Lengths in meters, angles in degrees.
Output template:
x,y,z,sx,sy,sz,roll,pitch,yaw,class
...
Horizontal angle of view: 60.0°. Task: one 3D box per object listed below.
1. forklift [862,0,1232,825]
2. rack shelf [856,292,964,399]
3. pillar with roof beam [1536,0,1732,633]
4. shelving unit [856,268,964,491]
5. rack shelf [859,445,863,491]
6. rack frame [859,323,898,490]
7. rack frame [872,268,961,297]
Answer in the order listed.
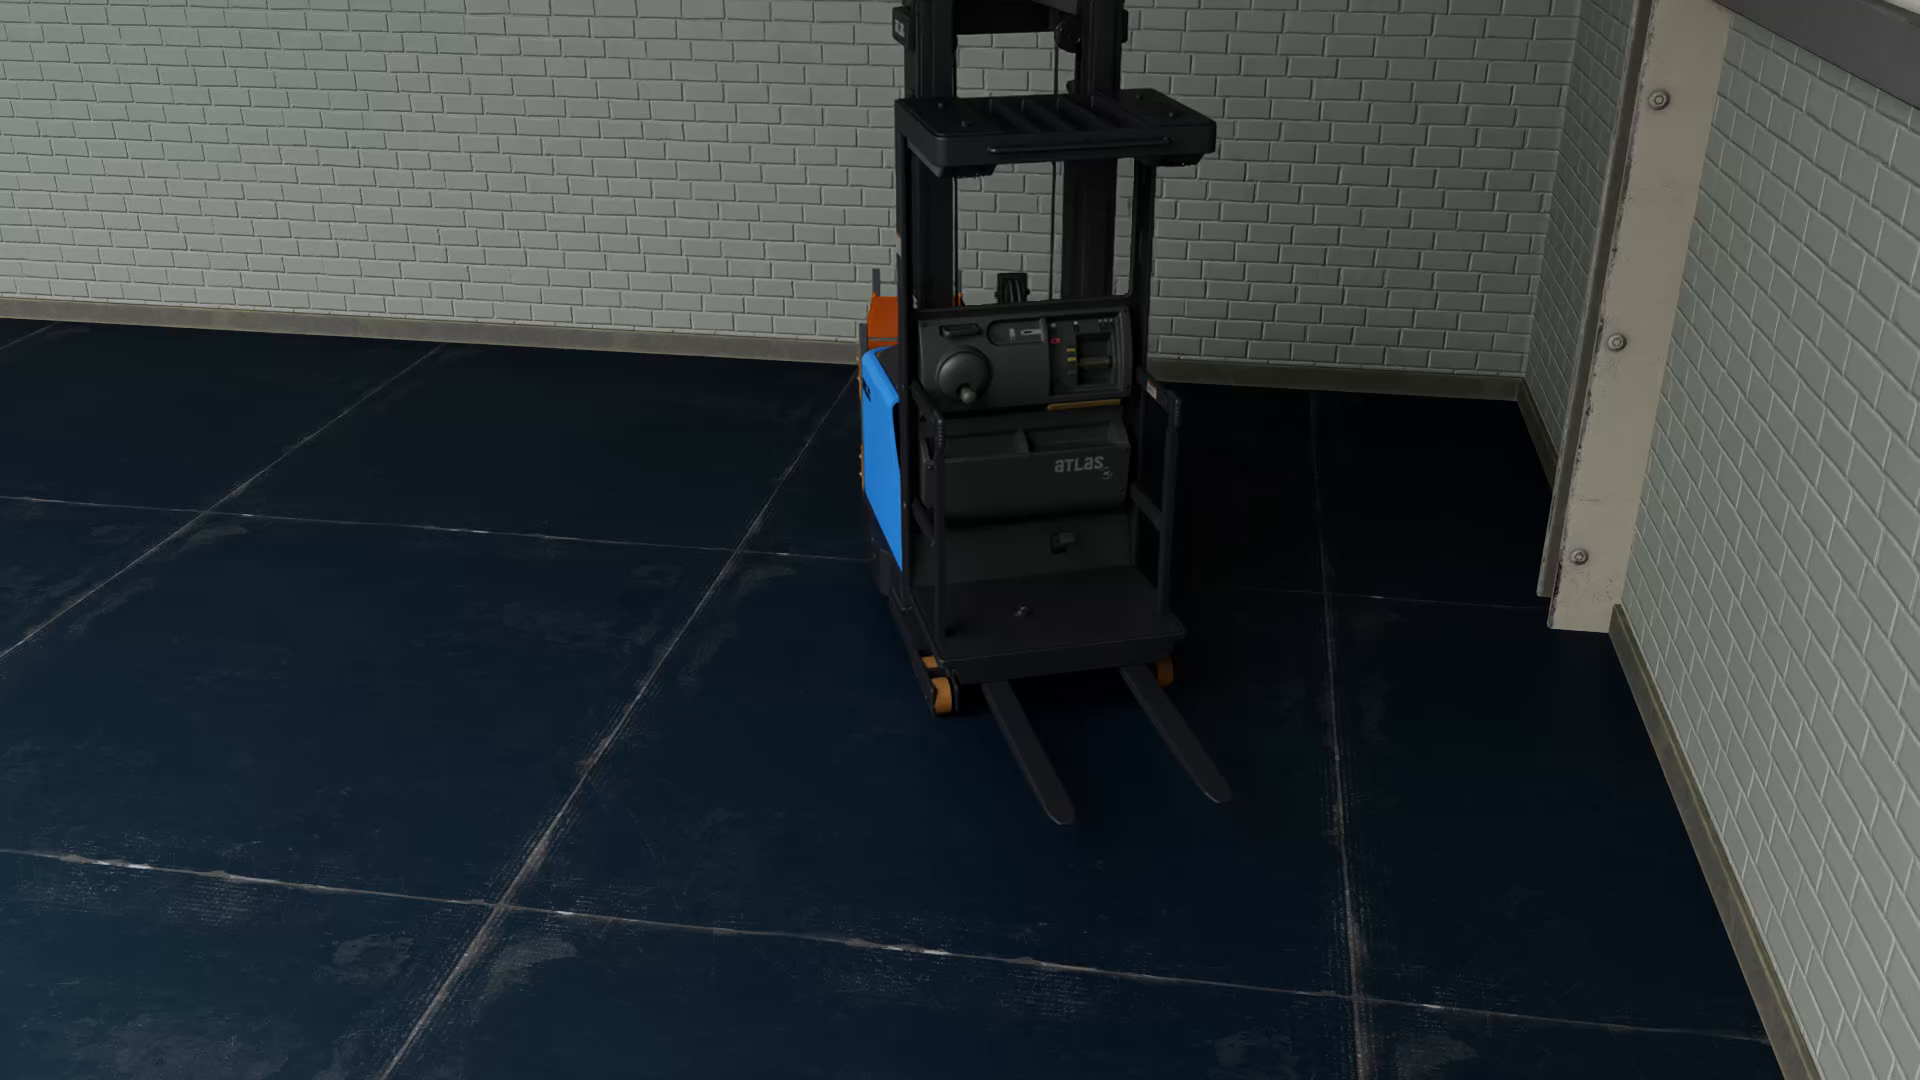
x,y,z,sx,sy,sz,roll,pitch,yaw,class
0.335,-0.752,6.900,1.130,2.935,3.031,-6,26,-12,forklift
-0.254,-1.063,9.004,0.538,0.278,1.000,0,25,1,rack shelf
-1.281,-4.029,6.742,9.100,9.000,0.400,4,25,9,pillar with roof beam
-0.254,-0.798,9.128,0.538,1.125,1.048,0,25,1,shelving unit
-0.254,-0.576,9.231,0.538,0.278,1.000,0,25,1,rack shelf
-0.263,-0.582,8.667,0.500,1.125,0.032,0,25,1,rack frame
-0.244,-1.013,9.588,0.500,1.125,0.032,0,25,1,rack frame
